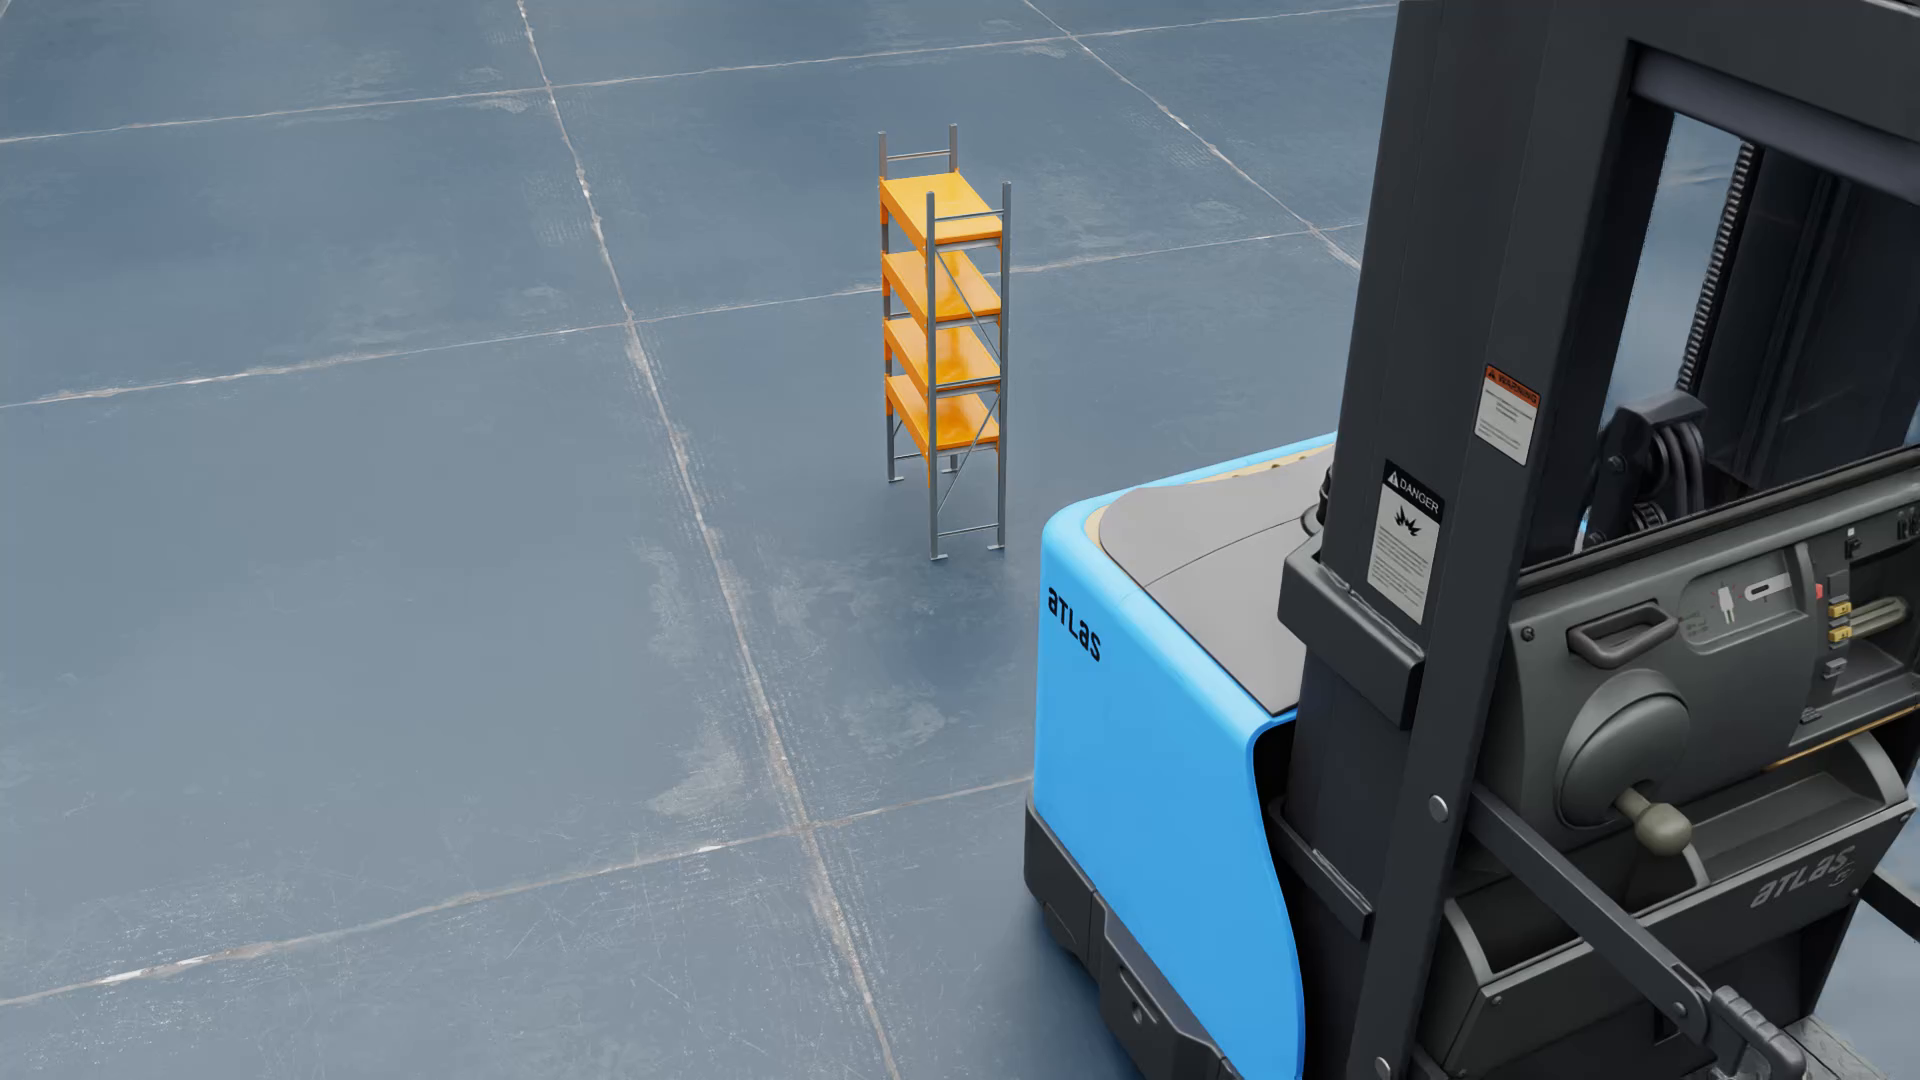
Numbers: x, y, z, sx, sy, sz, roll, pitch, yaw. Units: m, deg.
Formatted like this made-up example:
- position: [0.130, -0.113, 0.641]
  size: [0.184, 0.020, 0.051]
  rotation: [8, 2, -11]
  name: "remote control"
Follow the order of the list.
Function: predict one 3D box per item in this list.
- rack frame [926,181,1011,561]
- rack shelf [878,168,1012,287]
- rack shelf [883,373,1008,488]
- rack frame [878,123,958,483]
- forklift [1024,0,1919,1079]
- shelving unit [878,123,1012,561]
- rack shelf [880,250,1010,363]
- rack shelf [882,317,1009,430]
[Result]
- position: [0.024, -0.459, 4.857]
  size: [0.240, 1.200, 0.015]
  rotation: [-10, 35, -15]
  name: "rack frame"
- position: [-0.050, -0.915, 4.834]
  size: [0.258, 0.148, 0.480]
  rotation: [-10, 35, -15]
  name: "rack shelf"
- position: [-0.050, -0.366, 5.197]
  size: [0.258, 0.148, 0.480]
  rotation: [-10, 35, -15]
  name: "rack shelf"
- position: [-0.125, -0.716, 5.245]
  size: [0.240, 1.200, 0.015]
  rotation: [-10, 35, -15]
  name: "rack frame"
- position: [1.255, 0.222, 2.256]
  size: [1.130, 2.935, 3.031]
  rotation: [-15, 36, -22]
  name: "forklift"
- position: [-0.050, -0.587, 5.051]
  size: [0.258, 1.200, 0.503]
  rotation: [-10, 35, -15]
  name: "shelving unit"
- position: [-0.050, -0.718, 4.965]
  size: [0.258, 0.148, 0.480]
  rotation: [-10, 35, -15]
  name: "rack shelf"
- position: [-0.050, -0.531, 5.088]
  size: [0.258, 0.148, 0.480]
  rotation: [-10, 35, -15]
  name: "rack shelf"
